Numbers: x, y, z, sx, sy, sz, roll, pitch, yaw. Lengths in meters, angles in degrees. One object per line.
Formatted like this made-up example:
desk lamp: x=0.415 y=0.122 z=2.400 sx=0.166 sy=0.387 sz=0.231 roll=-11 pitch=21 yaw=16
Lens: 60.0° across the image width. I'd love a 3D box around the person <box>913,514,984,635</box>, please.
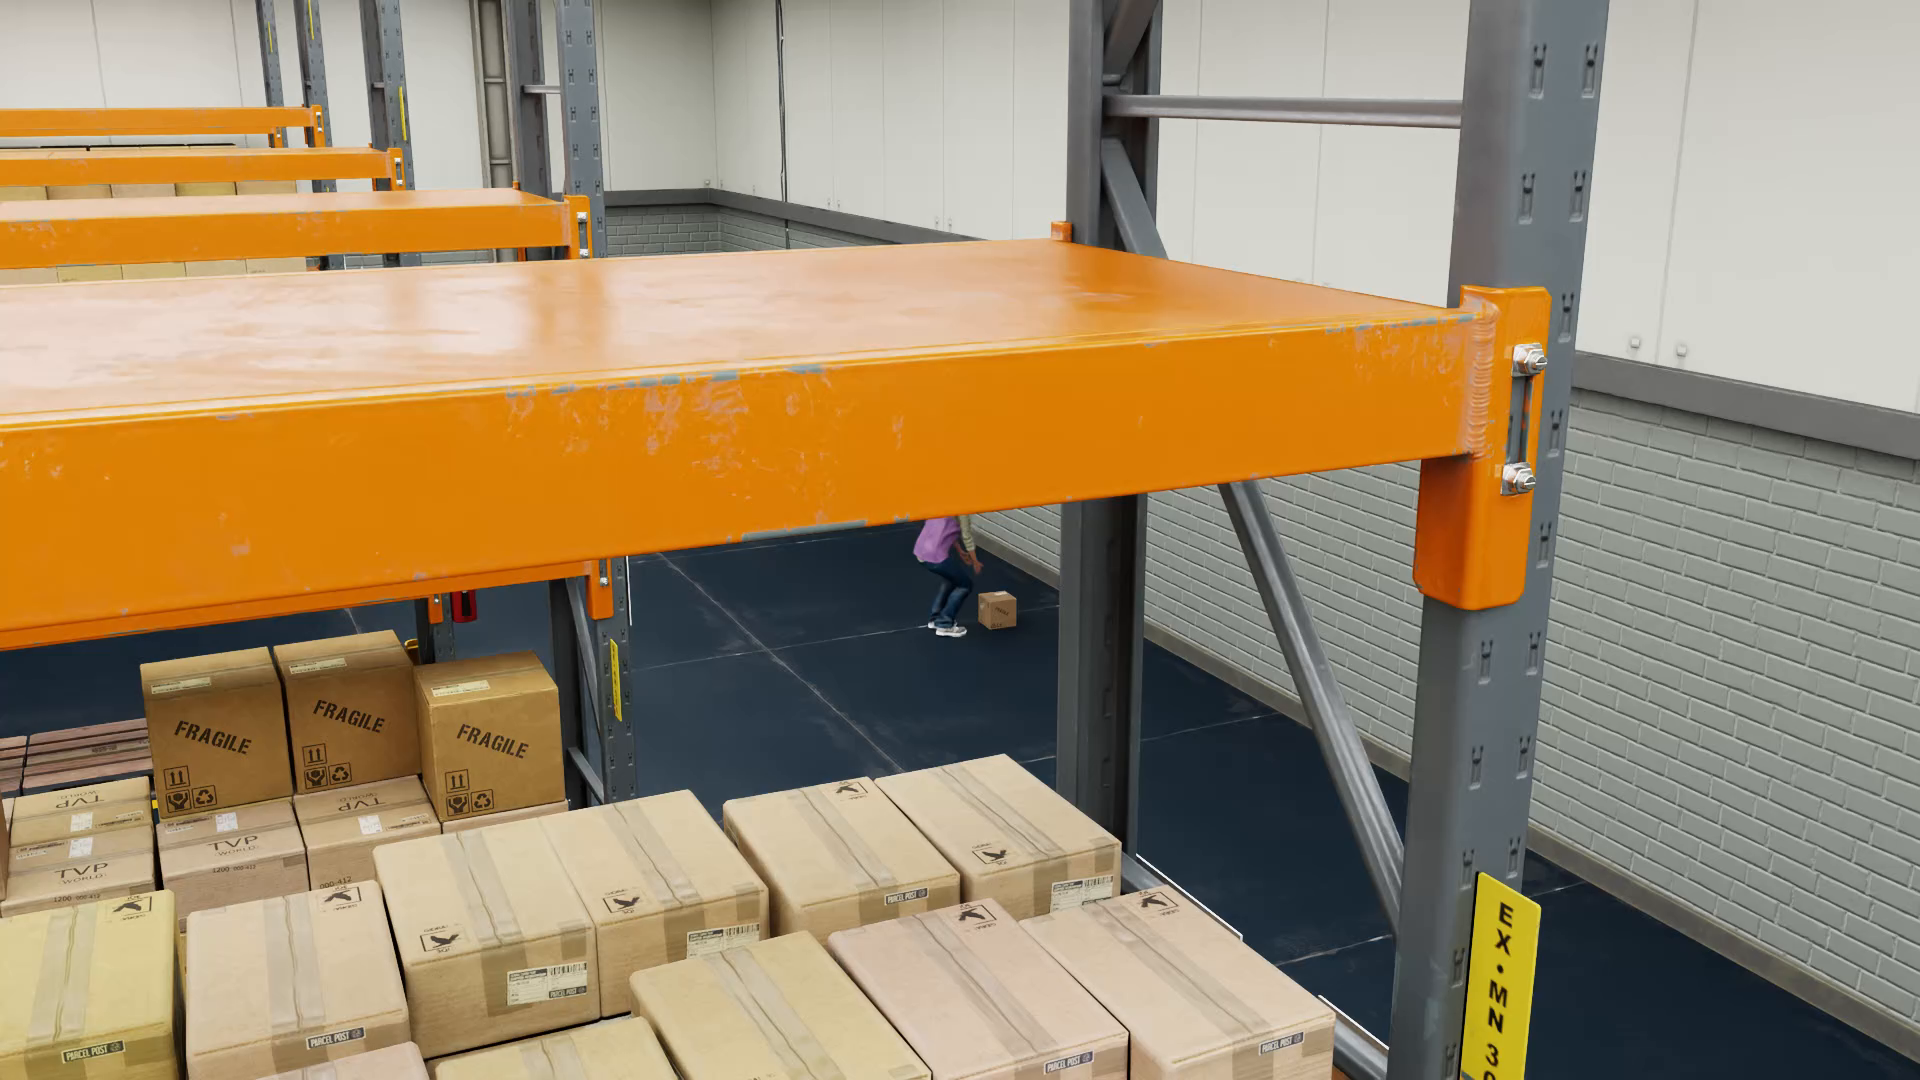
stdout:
person: x=-0.089 y=0.138 z=14.097 sx=0.640 sy=1.310 sz=0.462 roll=-6 pitch=17 yaw=-21
